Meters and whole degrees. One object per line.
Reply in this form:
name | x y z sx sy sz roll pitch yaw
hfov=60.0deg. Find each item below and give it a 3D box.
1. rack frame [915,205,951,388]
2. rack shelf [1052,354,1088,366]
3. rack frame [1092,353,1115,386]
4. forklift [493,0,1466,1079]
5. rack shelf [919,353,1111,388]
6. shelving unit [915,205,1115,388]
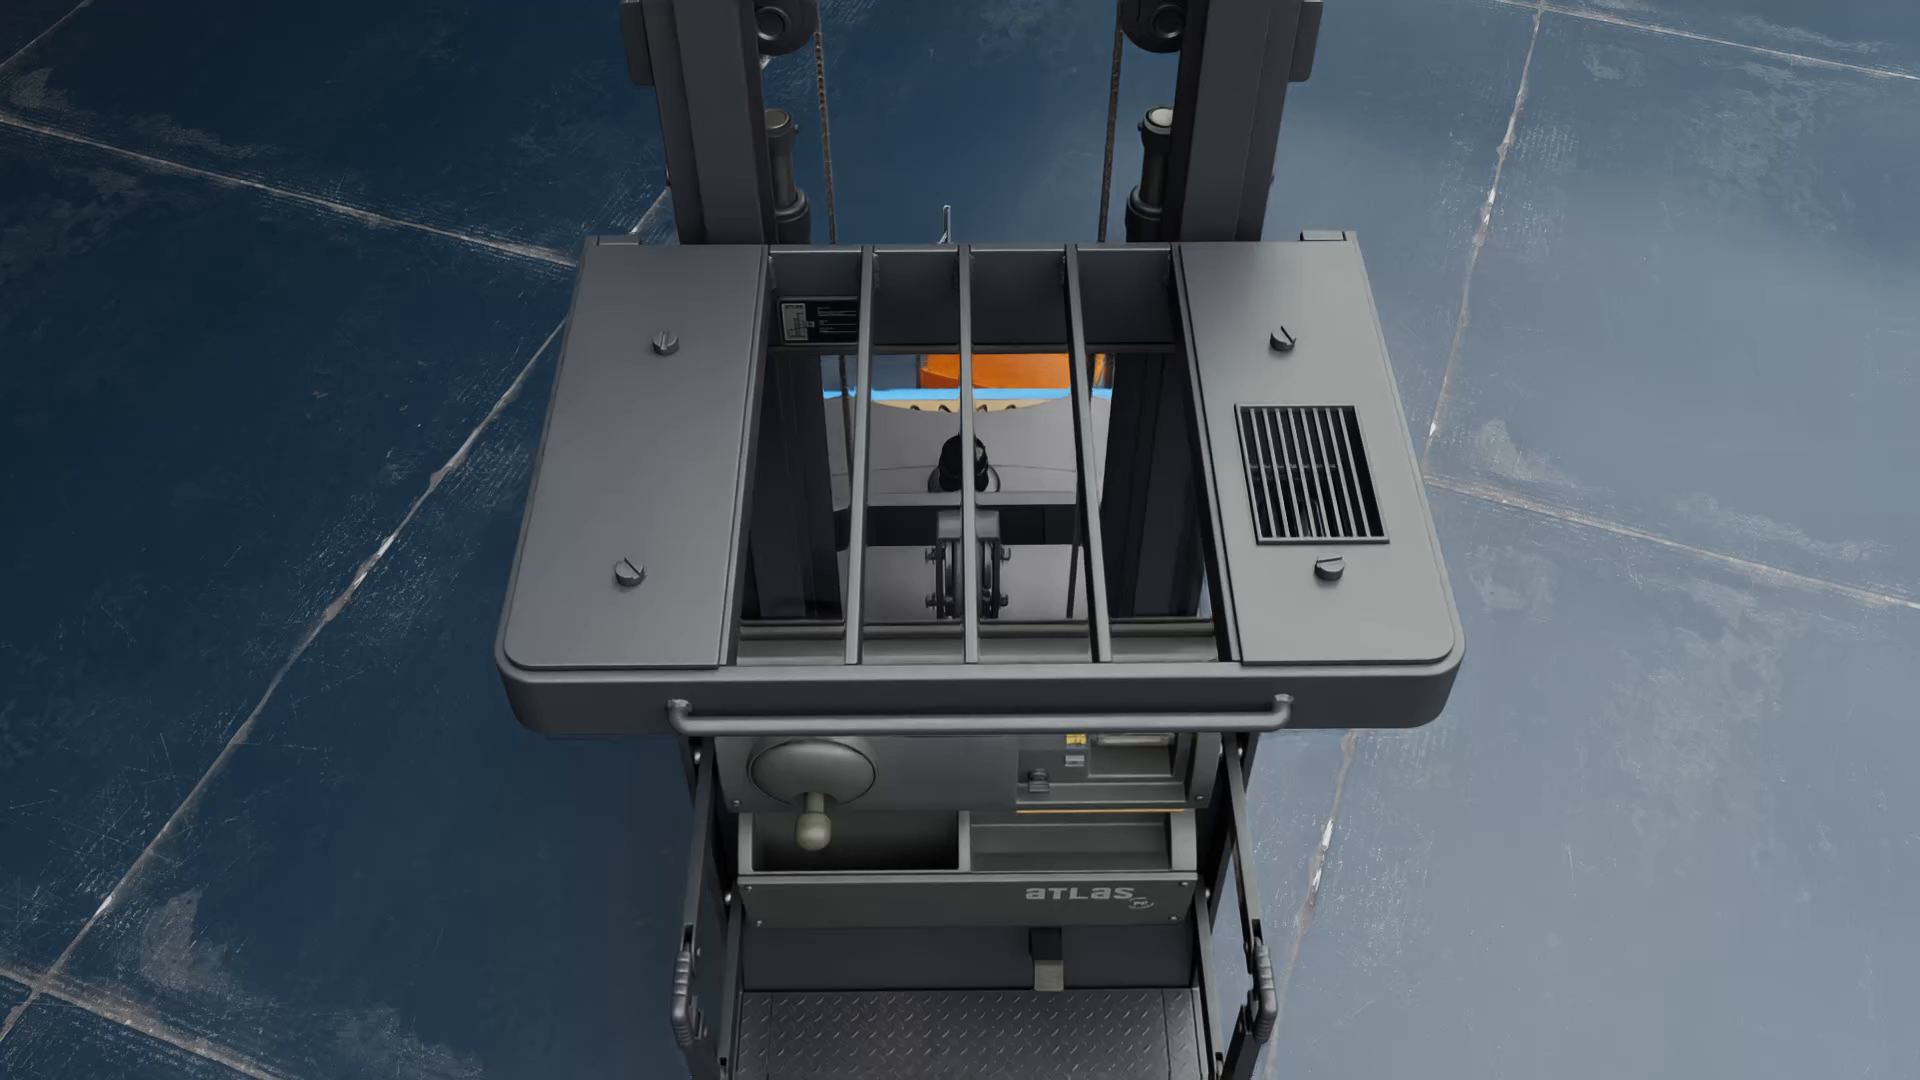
rack frame | -0.074 -0.414 4.814 0.015 1.200 0.240 16 51 13
rack shelf | 0.155 -0.607 4.462 0.480 0.148 0.258 16 51 13
rack frame | 0.384 -0.286 4.704 0.015 1.200 0.240 16 51 13
forklift | 0.019 0.474 2.900 1.130 2.935 3.031 0 49 0
rack shelf | 0.155 -0.452 4.641 0.480 0.148 0.258 16 51 13
shelving unit | 0.155 -0.350 4.759 0.503 1.200 0.258 16 51 13
